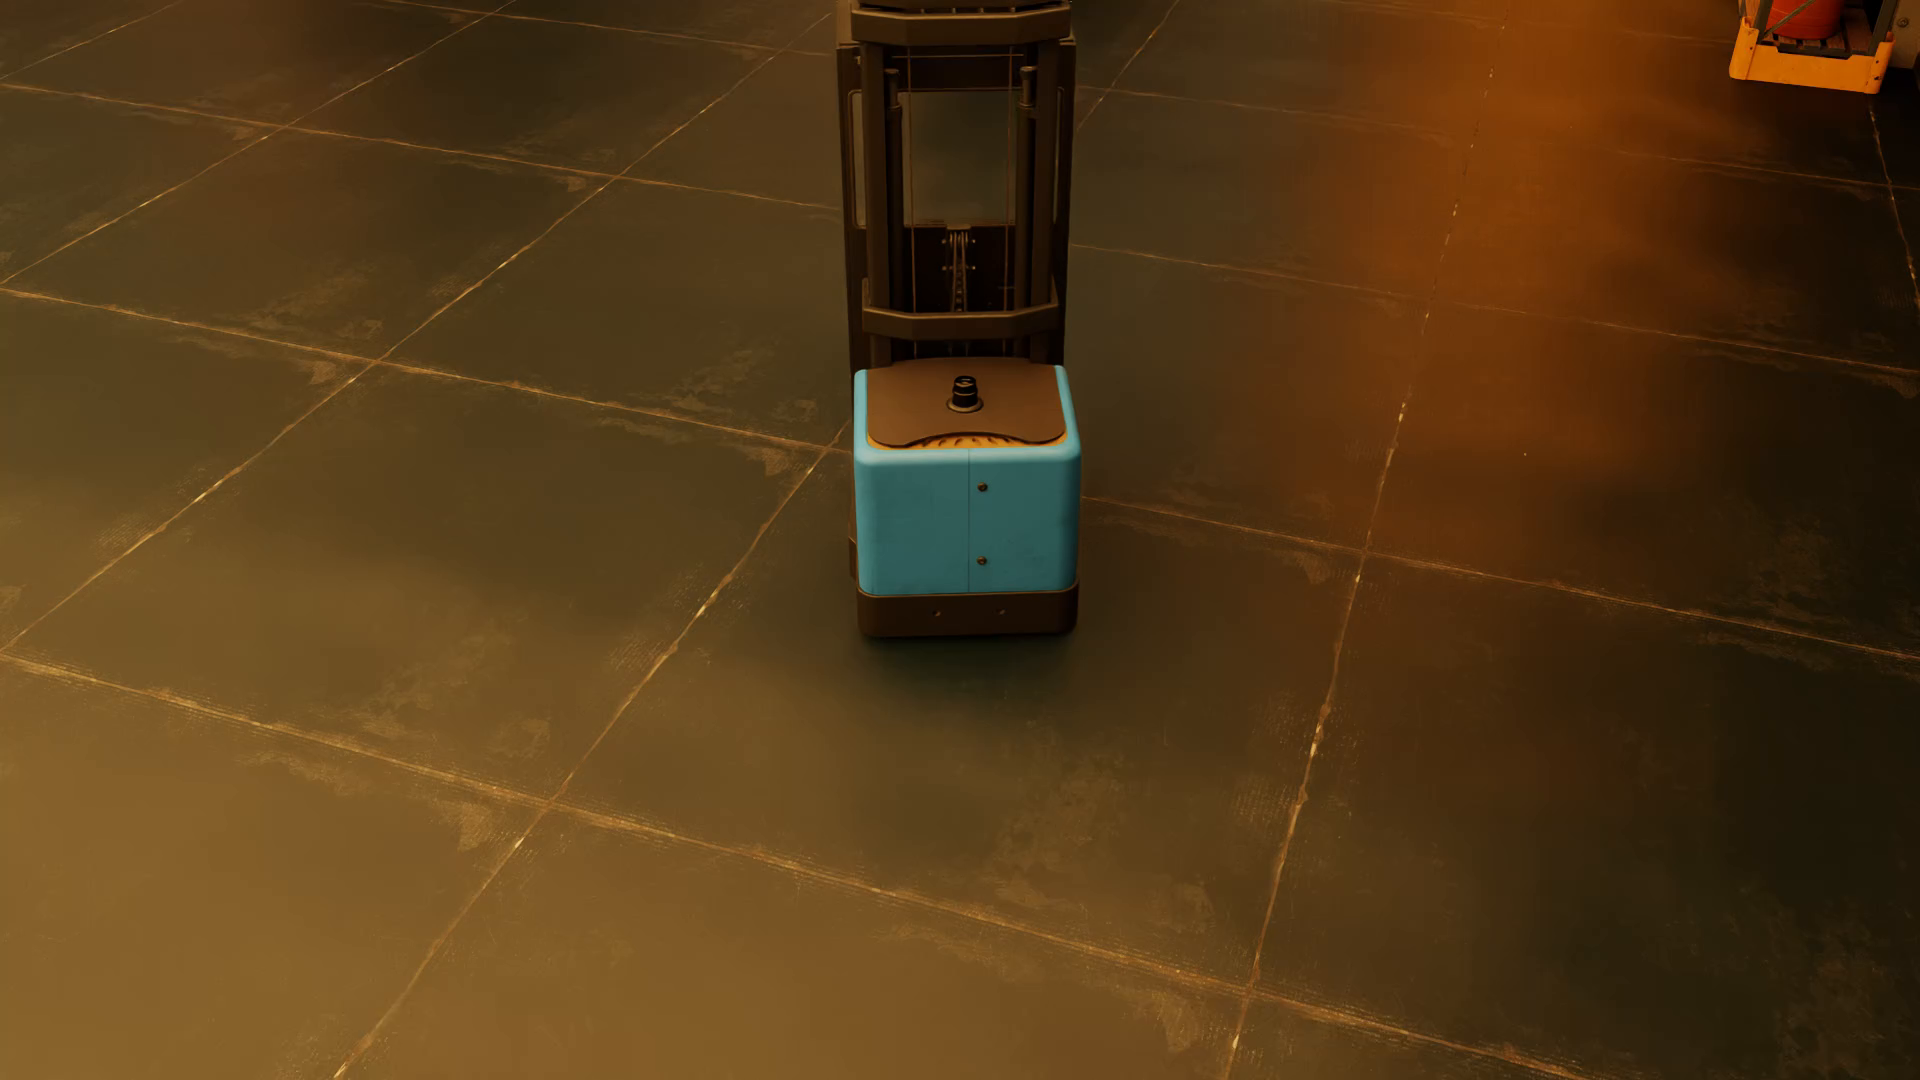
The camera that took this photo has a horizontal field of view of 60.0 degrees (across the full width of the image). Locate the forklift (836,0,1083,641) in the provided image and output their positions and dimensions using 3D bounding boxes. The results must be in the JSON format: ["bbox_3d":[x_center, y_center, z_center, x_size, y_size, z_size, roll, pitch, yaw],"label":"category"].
[{"bbox_3d":[-0.029,-1.547,8.293,1.130,2.935,3.031,-2,35,-2],"label":"forklift"}]
